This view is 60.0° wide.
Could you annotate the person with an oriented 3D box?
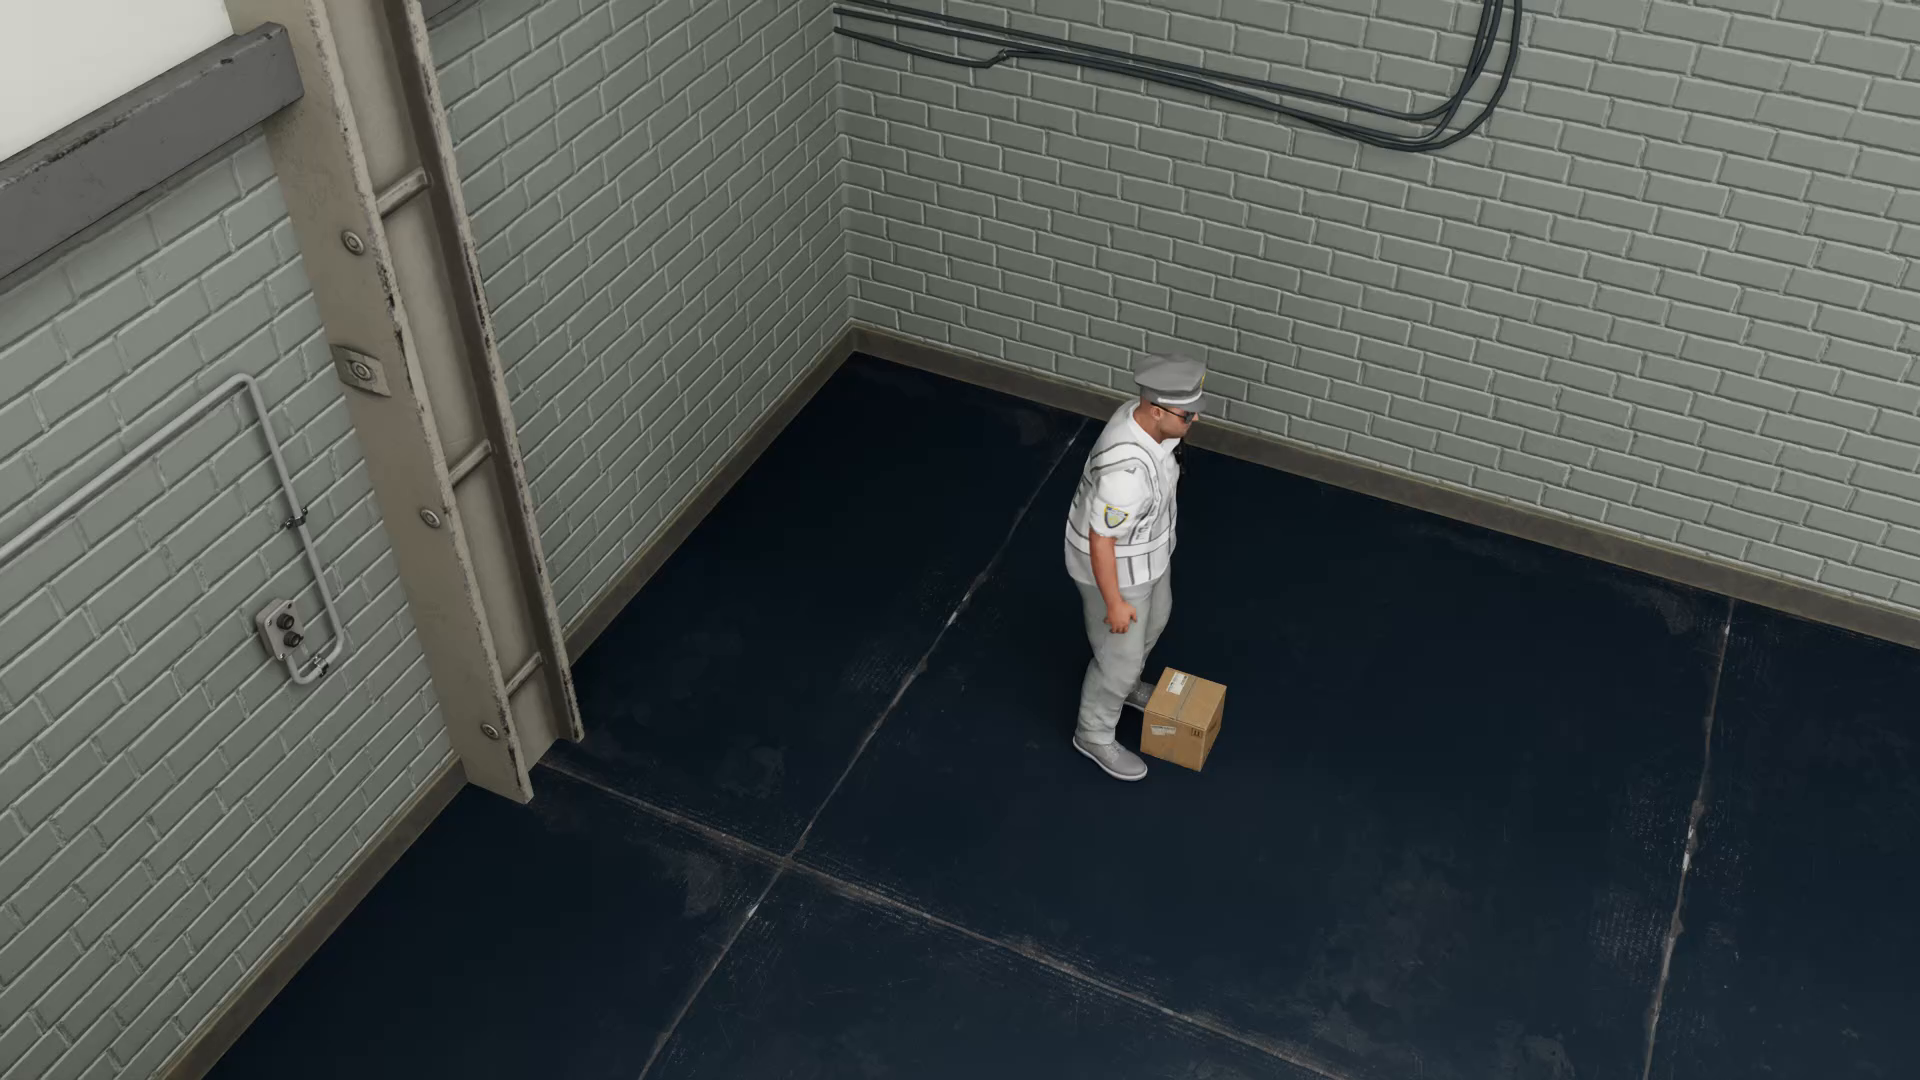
[{"bbox_3d":[0.616,0.071,6.077,0.440,1.744,0.585,16,44,17],"label":"person"}]
